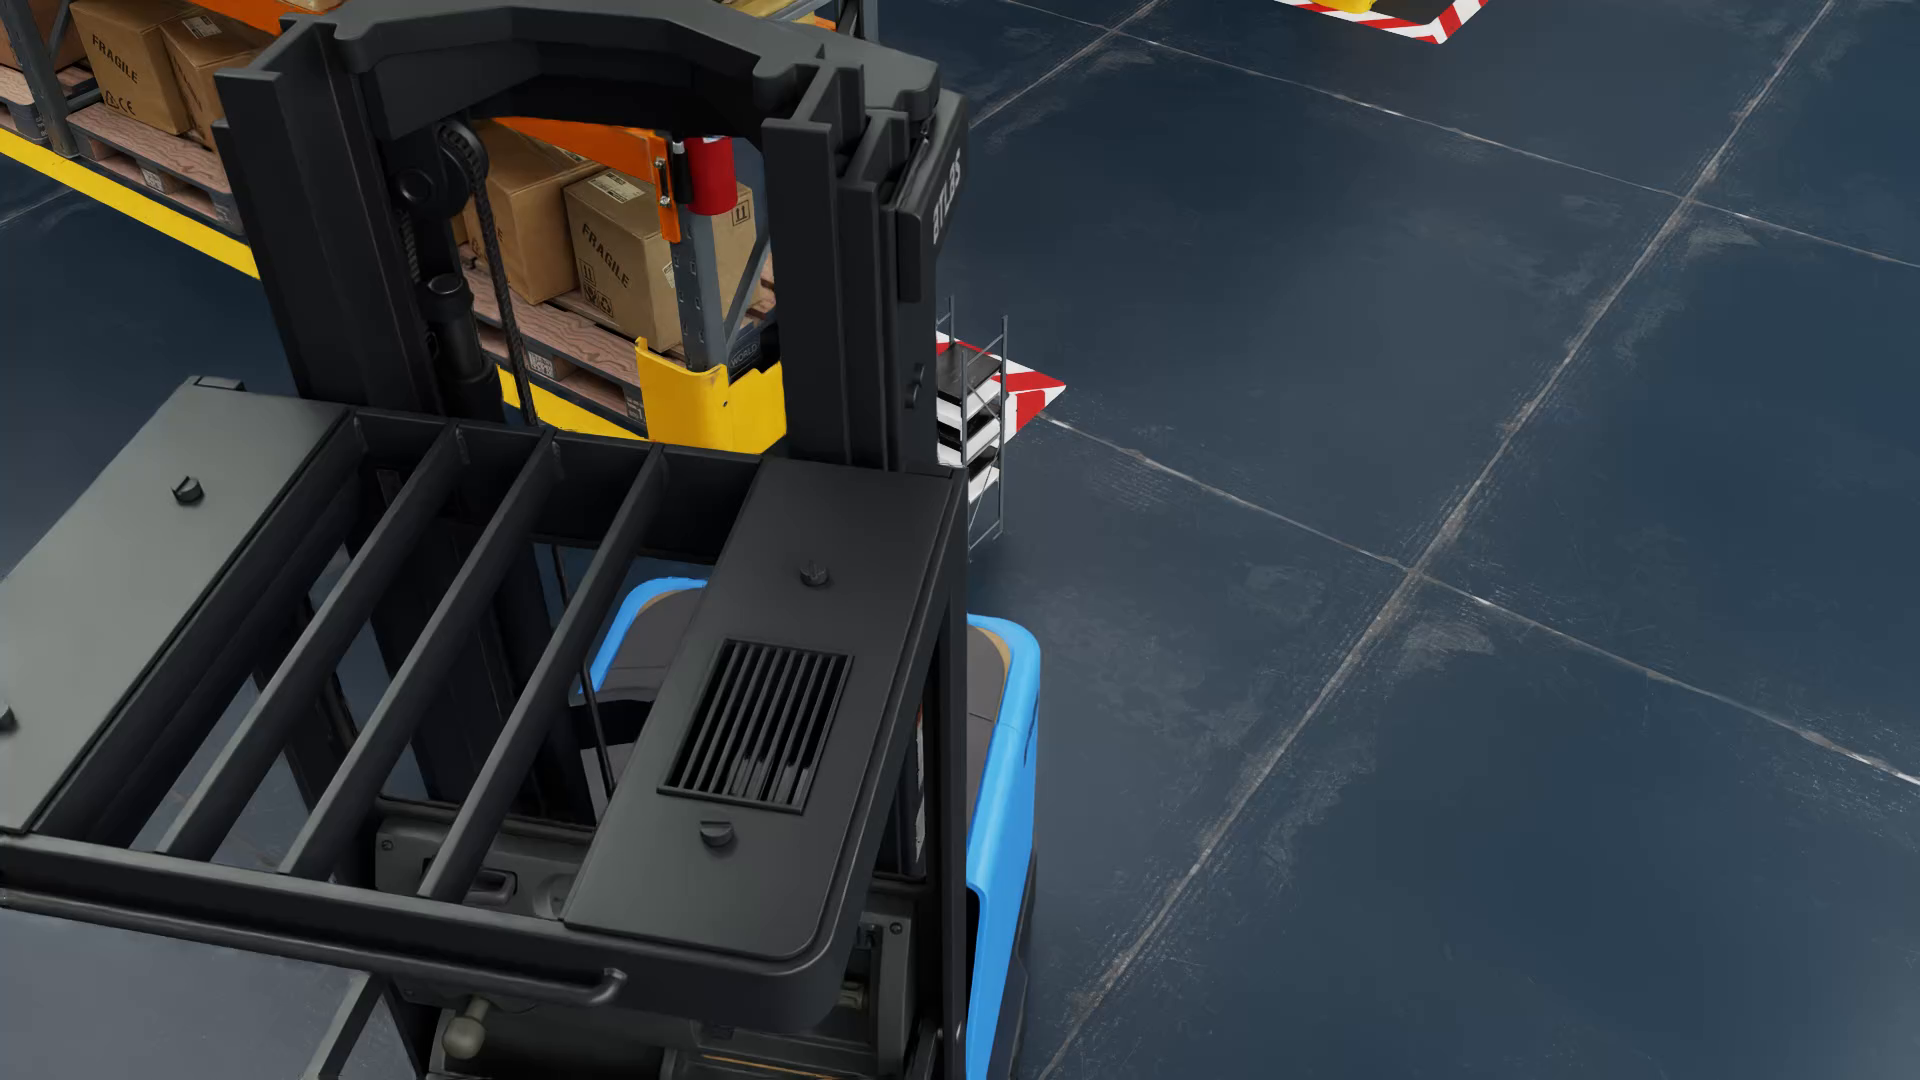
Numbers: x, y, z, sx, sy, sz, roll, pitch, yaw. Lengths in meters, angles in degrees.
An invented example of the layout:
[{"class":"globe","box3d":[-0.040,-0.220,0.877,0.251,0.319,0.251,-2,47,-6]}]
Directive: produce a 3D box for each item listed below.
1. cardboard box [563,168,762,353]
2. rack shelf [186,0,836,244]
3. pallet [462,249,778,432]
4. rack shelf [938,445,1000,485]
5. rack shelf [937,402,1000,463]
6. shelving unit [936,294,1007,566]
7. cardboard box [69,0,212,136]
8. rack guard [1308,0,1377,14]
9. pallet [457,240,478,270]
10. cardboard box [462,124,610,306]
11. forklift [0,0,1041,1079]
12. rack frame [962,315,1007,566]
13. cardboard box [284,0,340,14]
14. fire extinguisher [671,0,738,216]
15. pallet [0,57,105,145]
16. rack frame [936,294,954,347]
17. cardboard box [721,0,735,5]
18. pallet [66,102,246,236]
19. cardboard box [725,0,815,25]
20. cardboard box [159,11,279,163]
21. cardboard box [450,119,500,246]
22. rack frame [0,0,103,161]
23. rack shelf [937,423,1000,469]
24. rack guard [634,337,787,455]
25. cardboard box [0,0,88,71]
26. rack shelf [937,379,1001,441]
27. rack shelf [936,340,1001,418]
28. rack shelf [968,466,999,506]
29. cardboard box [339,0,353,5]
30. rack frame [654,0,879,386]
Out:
[{"class":"cardboard box","box3d":[-1.117,-1.113,6.304,0.500,0.500,0.500,-33,51,-31]},{"class":"rack shelf","box3d":[-2.253,-2.138,6.429,4.000,0.370,1.077,25,48,25]},{"class":"pallet","box3d":[-1.322,-0.960,6.665,1.213,0.211,1.003,25,48,25]},{"class":"rack shelf","box3d":[-0.007,-0.247,5.536,0.200,0.077,0.258,25,48,25]},{"class":"rack shelf","box3d":[-0.007,-0.381,5.416,0.200,0.077,0.258,25,48,25]},{"class":"shelving unit","box3d":[-0.007,-0.338,5.453,0.210,0.900,0.258,25,48,25]},{"class":"cardboard box","box3d":[-3.586,-2.222,7.543,0.500,0.500,0.500,24,47,24]},{"class":"rack guard","box3d":[2.335,-3.369,9.140,0.348,0.500,1.175,25,48,25]},{"class":"pallet","box3d":[-2.317,-1.428,7.187,1.213,0.211,1.003,25,48,25]},{"class":"cardboard box","box3d":[-1.626,-1.323,6.539,0.500,0.500,0.500,-29,49,-28]},{"class":"forklift","box3d":[-0.579,0.806,2.651,1.130,2.935,3.031,7,42,8]},{"class":"rack frame","box3d":[0.077,-0.300,5.410,0.006,0.900,0.240,25,48,25]},{"class":"cardboard box","box3d":[-2.255,-2.060,5.991,0.250,0.149,0.380,25,48,25]},{"class":"fire extinguisher","box3d":[-0.786,-1.316,5.029,0.183,0.674,0.296,25,48,25]},{"class":"pallet","box3d":[-4.528,-2.430,8.307,1.213,0.211,1.003,25,48,25]},{"class":"rack frame","box3d":[-0.090,-0.377,5.497,0.006,0.900,0.240,25,48,25]},{"class":"cardboard box","box3d":[-1.050,-2.014,5.453,0.500,0.500,0.875,25,48,25]},{"class":"pallet","box3d":[-3.320,-1.895,7.709,1.213,0.211,1.003,25,48,25]},{"class":"cardboard box","box3d":[-0.712,-1.786,5.685,0.250,0.149,0.380,25,48,25]},{"class":"cardboard box","box3d":[-3.112,-2.006,7.303,0.500,0.500,0.500,-26,48,-26]},{"class":"cardboard box","box3d":[-2.128,-1.574,6.819,0.500,0.500,0.500,30,50,29]},{"class":"rack frame","box3d":[-3.890,-3.172,7.045,0.127,3.000,1.000,25,48,25]},{"class":"rack shelf","box3d":[-0.007,-0.314,5.476,0.200,0.077,0.258,25,48,25]},{"class":"rack guard","box3d":[-0.677,-0.738,6.199,0.348,0.500,1.175,25,48,25]},{"class":"cardboard box","box3d":[-4.380,-2.651,8.008,0.500,0.500,0.700,22,46,22]},{"class":"rack shelf","box3d":[-0.007,-0.448,5.356,0.200,0.077,0.258,25,48,25]},{"class":"rack shelf","box3d":[-0.007,-0.515,5.296,0.200,0.077,0.258,25,48,25]},{"class":"rack shelf","box3d":[-0.007,-0.179,5.596,0.200,0.077,0.258,25,48,25]},{"class":"cardboard box","box3d":[-2.000,-2.013,5.938,0.250,0.149,0.380,25,48,25]},{"class":"rack frame","box3d":[-0.615,-1.640,5.333,0.127,3.000,1.000,25,48,25]}]
